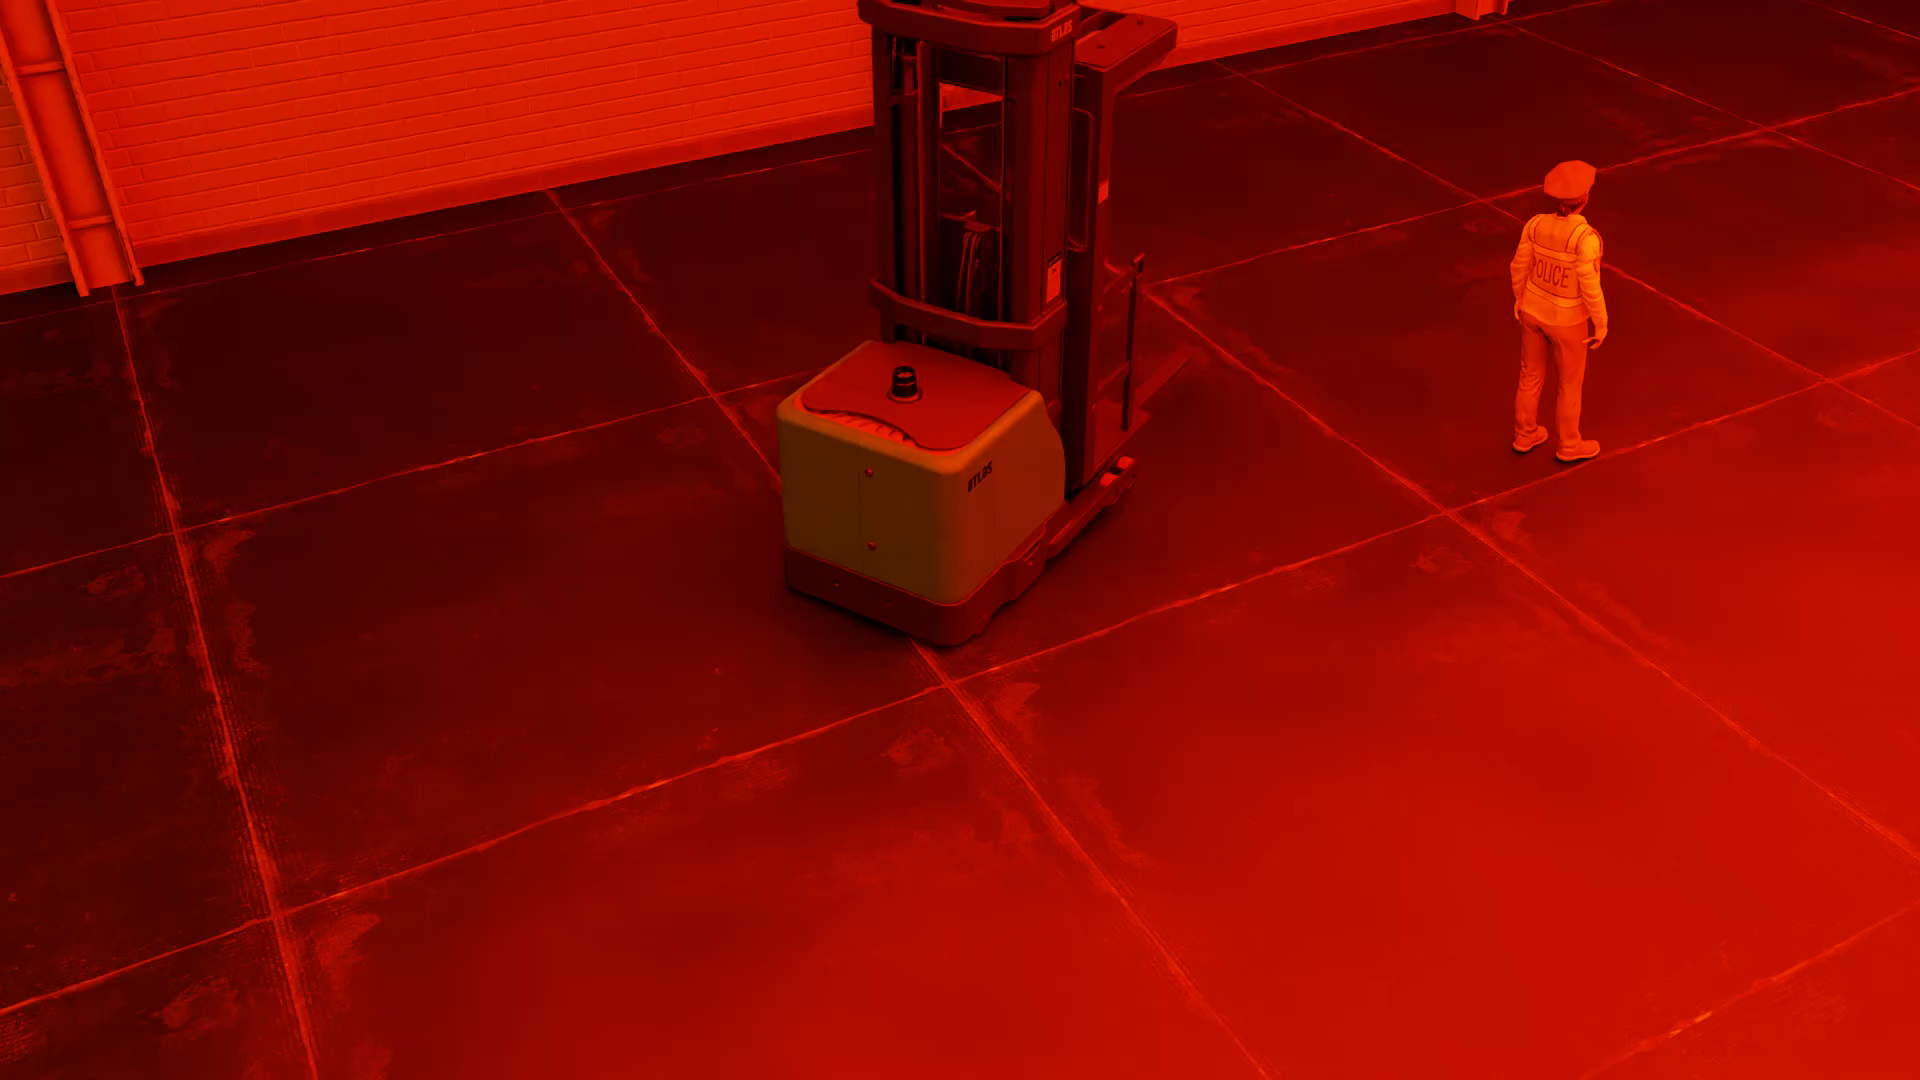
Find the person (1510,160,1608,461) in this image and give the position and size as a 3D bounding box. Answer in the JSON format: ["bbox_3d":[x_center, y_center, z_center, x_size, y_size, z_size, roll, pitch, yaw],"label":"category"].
[{"bbox_3d":[3.232,-1.226,8.916,0.533,1.695,0.586,-24,42,-29],"label":"person"}]

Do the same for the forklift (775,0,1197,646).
[{"bbox_3d":[0.329,-1.518,8.271,1.130,2.935,3.031,20,40,25],"label":"forklift"}]
